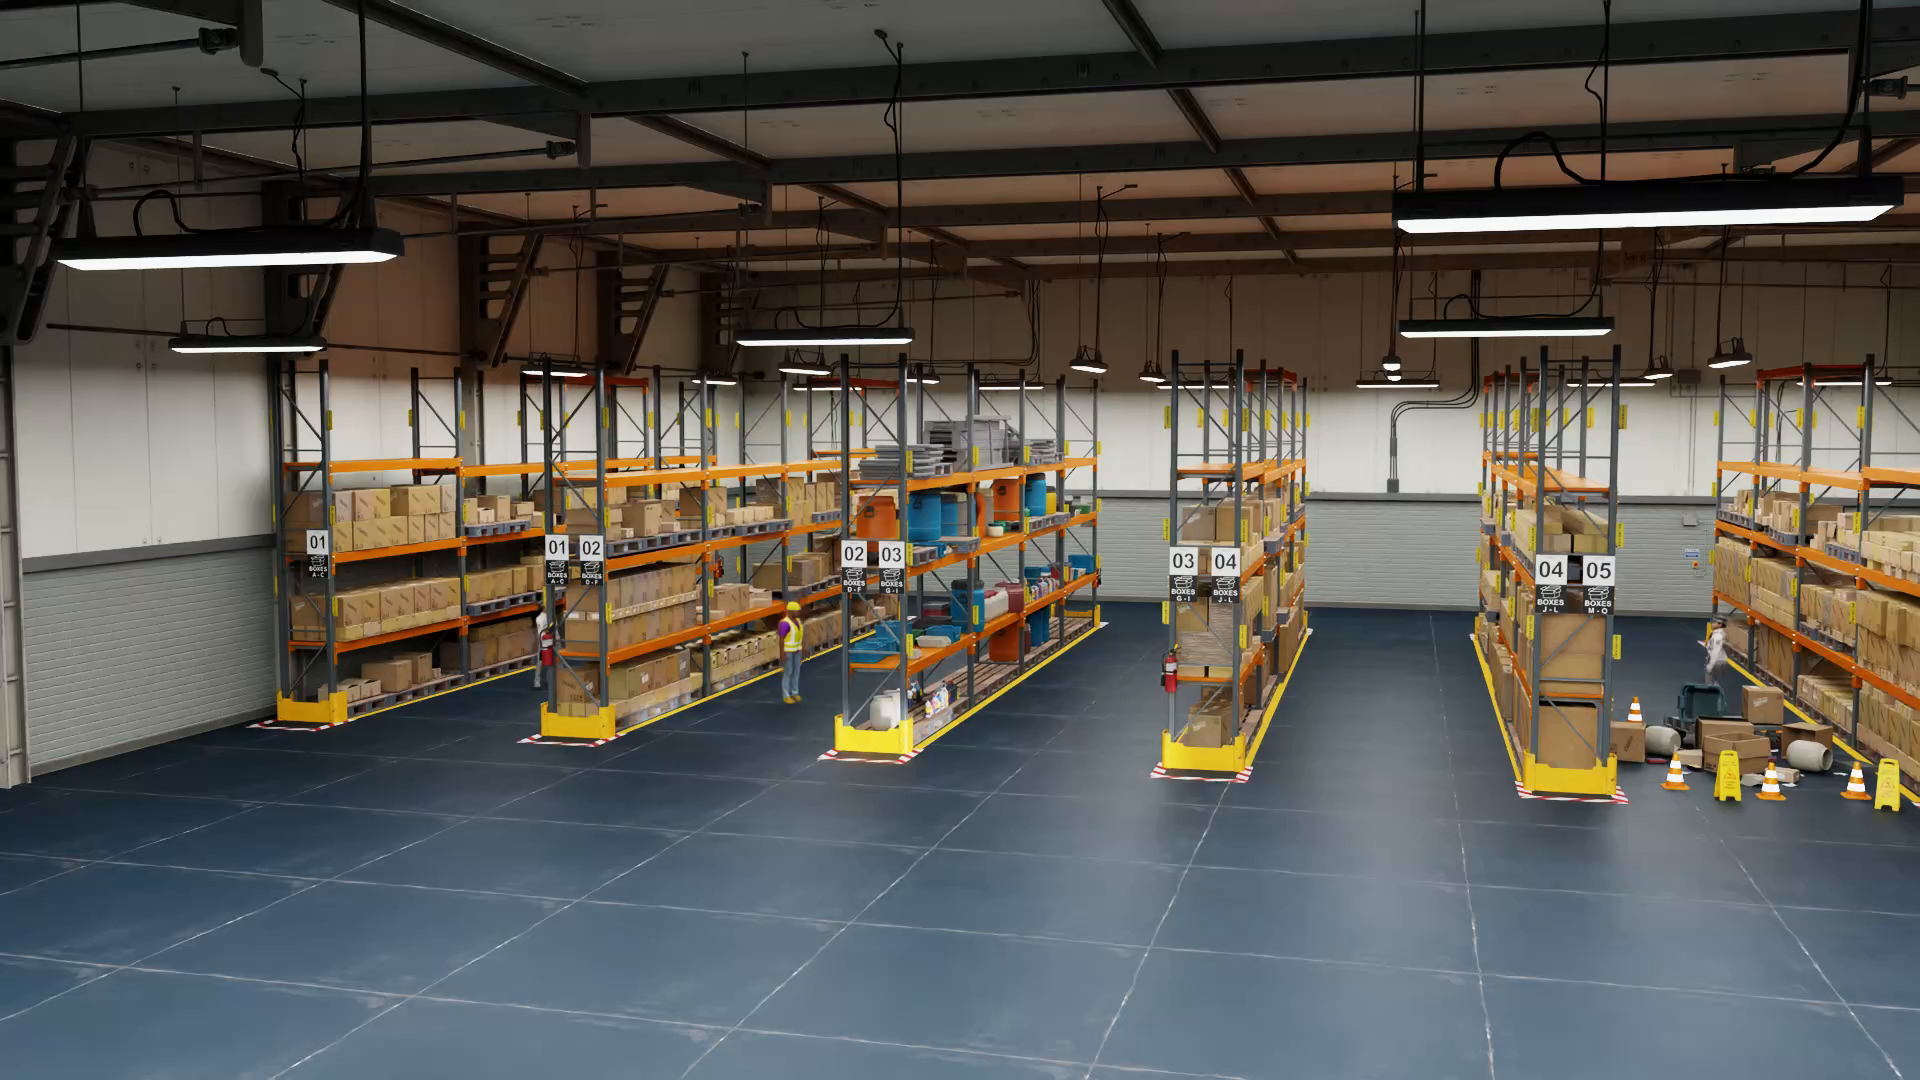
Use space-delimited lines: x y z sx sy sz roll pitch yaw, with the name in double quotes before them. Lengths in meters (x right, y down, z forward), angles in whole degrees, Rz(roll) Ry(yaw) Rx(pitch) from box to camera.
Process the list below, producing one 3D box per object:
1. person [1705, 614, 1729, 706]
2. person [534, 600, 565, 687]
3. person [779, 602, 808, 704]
"person" 13.030 2.142 28.707 0.501 1.736 0.384 -3 5 -35
"person" -7.678 1.927 31.253 0.565 1.700 0.644 3 5 36
"person" -2.952 1.969 29.257 0.414 1.783 0.599 2 5 30
